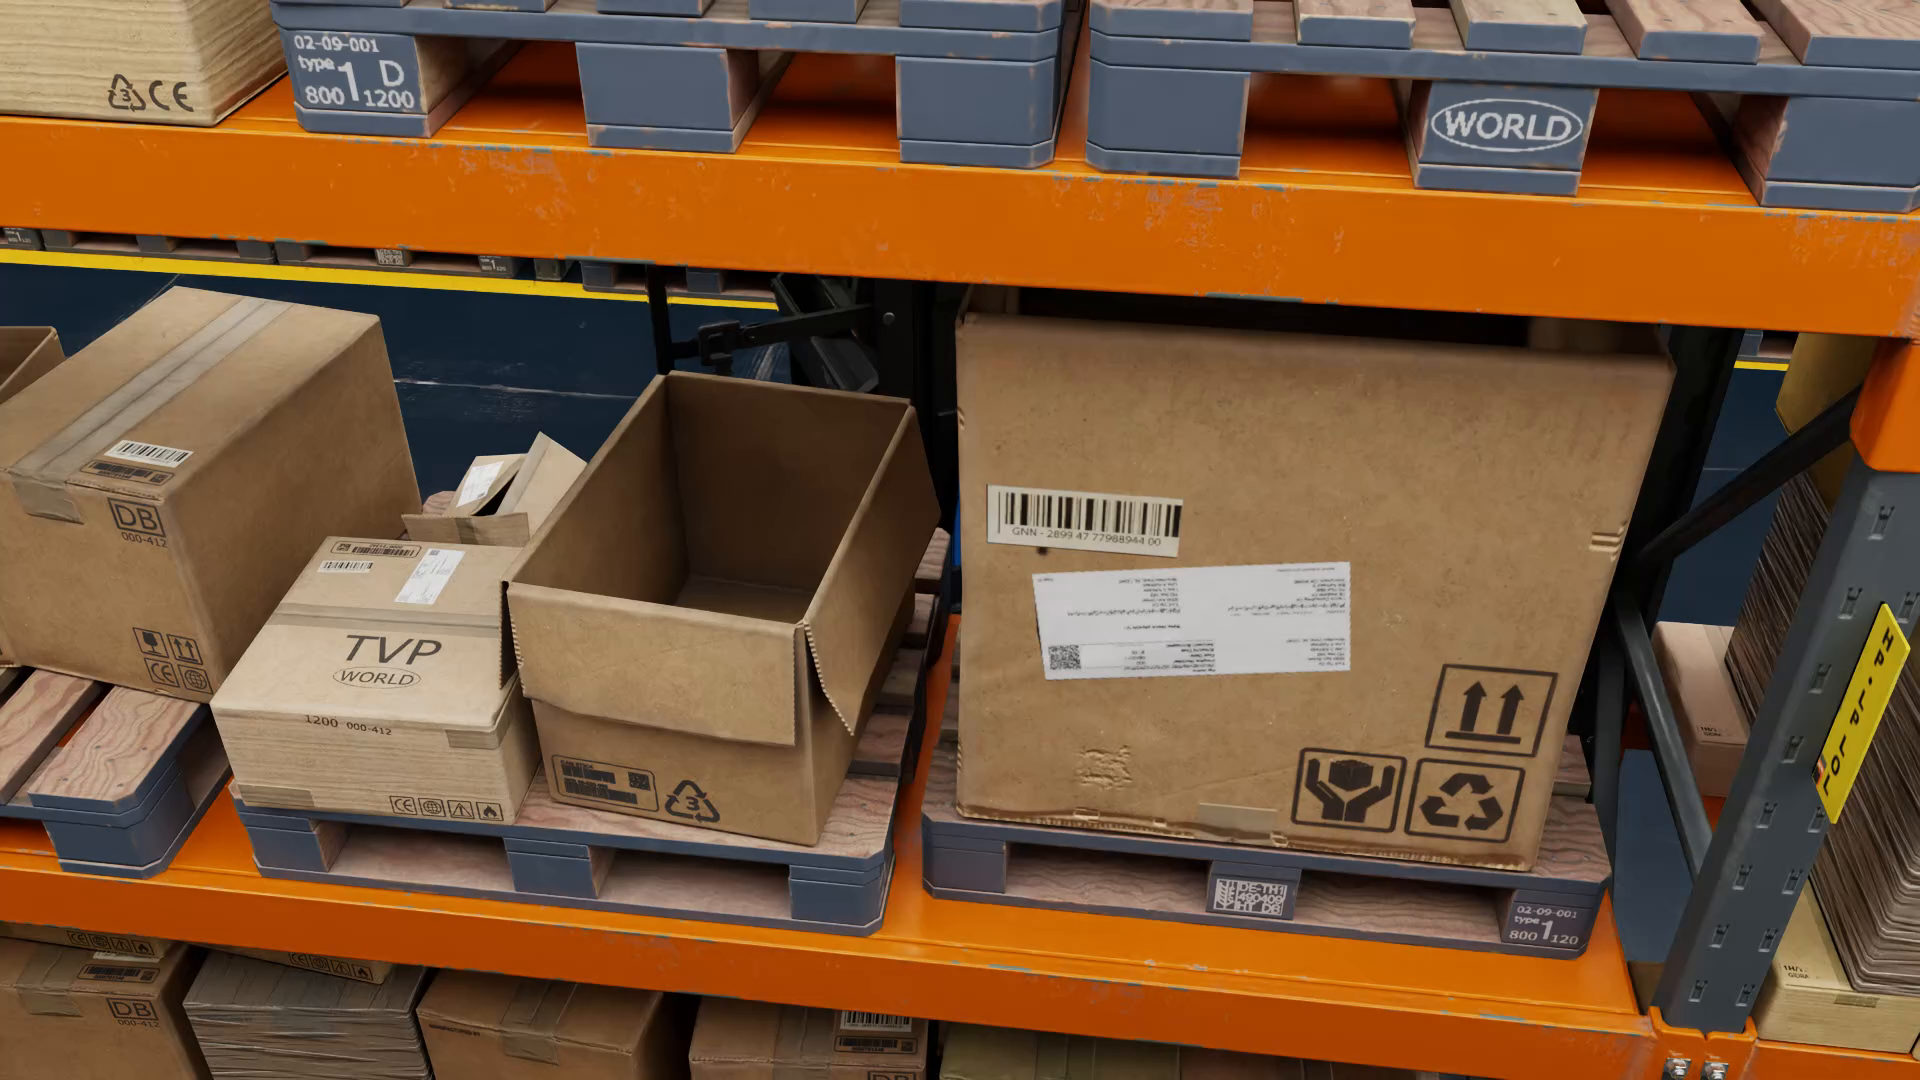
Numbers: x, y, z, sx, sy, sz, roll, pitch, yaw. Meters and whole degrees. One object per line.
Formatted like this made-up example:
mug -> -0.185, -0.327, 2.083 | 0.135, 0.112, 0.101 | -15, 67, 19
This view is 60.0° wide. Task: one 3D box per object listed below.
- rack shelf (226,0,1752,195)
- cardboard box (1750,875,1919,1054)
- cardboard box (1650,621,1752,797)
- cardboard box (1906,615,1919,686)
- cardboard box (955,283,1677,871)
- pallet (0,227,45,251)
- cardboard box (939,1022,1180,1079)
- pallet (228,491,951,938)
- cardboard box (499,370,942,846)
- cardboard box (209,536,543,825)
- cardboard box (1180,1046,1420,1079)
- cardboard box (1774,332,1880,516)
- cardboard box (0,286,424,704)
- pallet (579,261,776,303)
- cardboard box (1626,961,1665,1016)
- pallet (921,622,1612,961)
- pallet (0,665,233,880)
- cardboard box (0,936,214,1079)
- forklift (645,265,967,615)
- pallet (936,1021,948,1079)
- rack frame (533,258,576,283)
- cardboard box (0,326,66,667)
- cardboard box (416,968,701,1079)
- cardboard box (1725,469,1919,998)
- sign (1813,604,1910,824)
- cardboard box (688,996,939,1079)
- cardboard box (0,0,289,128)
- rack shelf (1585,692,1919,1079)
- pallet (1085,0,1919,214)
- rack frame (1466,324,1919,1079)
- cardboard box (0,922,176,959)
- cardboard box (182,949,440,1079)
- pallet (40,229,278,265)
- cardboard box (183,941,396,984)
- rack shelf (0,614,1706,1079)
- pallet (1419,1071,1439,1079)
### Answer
rack shelf -> -0.660, -0.787, 2.578 | 3.809, 0.052, 0.919 | 4, 36, 6
cardboard box -> 1.499, 0.689, 2.918 | 0.250, 0.149, 0.380 | 4, 36, 6
cardboard box -> 1.574, 0.347, 3.398 | 0.250, 0.149, 0.380 | 4, 36, 6
cardboard box -> 1.738, 0.009, 2.453 | 0.500, 0.500, 0.500 | 4, 36, 6
cardboard box -> 0.554, -0.157, 3.009 | 1.000, 1.000, 1.000 | 4, 36, 6
pallet -> -5.107, -1.853, 8.664 | 1.213, 0.211, 1.003 | 4, 36, 6
cardboard box -> 0.247, 1.132, 3.854 | 0.500, 0.500, 0.700 | 4, 36, 6
pallet -> -0.675, 0.303, 3.409 | 1.213, 0.211, 1.003 | 4, 36, 6
cardboard box -> -0.407, 0.110, 3.063 | 0.637, 0.503, 0.797 | 8, 36, 11
cardboard box -> -1.011, 0.249, 3.087 | 0.500, 0.250, 0.500 | 3, 36, 5
cardboard box -> 0.717, 1.178, 3.790 | 0.500, 0.500, 0.700 | 2, 36, 2
cardboard box -> 1.805, -0.296, 2.880 | 0.500, 0.500, 0.500 | 4, 36, 6
cardboard box -> -1.537, -0.109, 3.373 | 0.500, 0.500, 0.700 | 9, 37, 13
pallet -> -1.139, -1.512, 8.186 | 1.213, 0.211, 1.003 | 4, 36, 6
cardboard box -> 1.715, 1.297, 3.641 | 0.500, 0.500, 0.500 | 3, 36, 5
pallet -> 0.584, 0.336, 3.363 | 1.213, 0.211, 1.003 | 4, 36, 6
pallet -> -1.923, 0.171, 3.593 | 1.003, 0.211, 1.213 | 4, 36, 6
cardboard box -> -1.977, 0.978, 4.070 | 0.500, 0.500, 0.700 | 2, 36, 3
forklift -> -1.955, 0.763, 2.658 | 7.733, 2.935, 5.949 | -13, 37, -17
pallet -> -0.662, 1.387, 4.124 | 1.213, 0.211, 1.003 | 4, 36, 6
rack frame -> -1.912, -2.748, 7.519 | 0.127, 3.000, 1.000 | 4, 36, 6
cardboard box -> -2.103, -0.093, 3.350 | 0.500, 0.500, 0.500 | 0, 36, 0
cardboard box -> -0.862, 1.050, 3.970 | 0.500, 0.500, 0.700 | 7, 36, 10
cardboard box -> 1.762, 0.305, 2.898 | 0.500, 0.500, 0.875 | 4, 36, 6
sign -> 1.257, 0.247, 2.326 | 0.005, 0.325, 0.100 | 4, 36, 6
cardboard box -> -0.308, 1.091, 3.912 | 0.500, 0.500, 0.700 | 1, 36, 2
cardboard box -> -1.190, -0.806, 2.344 | 0.500, 0.250, 0.500 | 5, 36, 7
rack shelf -> 3.307, 0.839, 3.112 | 4.000, 0.370, 1.077 | 4, 36, 6
pallet -> 0.725, -0.854, 2.444 | 1.003, 0.211, 1.213 | 4, 36, 6
rack frame -> 1.324, 0.398, 3.110 | 0.127, 3.000, 1.000 | 4, 36, 6
cardboard box -> -1.975, 0.667, 3.860 | 0.500, 0.250, 0.500 | 6, 36, 8
cardboard box -> -1.425, 1.012, 4.023 | 0.500, 0.500, 0.700 | 1, 36, 2
pallet -> -3.893, -1.764, 8.540 | 1.213, 0.211, 1.003 | 4, 36, 6
cardboard box -> -1.448, 0.701, 3.814 | 0.500, 0.250, 0.500 | 8, 36, 11
rack shelf -> -0.660, 0.543, 3.527 | 4.000, 0.370, 1.077 | 4, 36, 6
pallet -> 0.551, 1.476, 4.000 | 1.213, 0.211, 1.003 | 4, 36, 6
